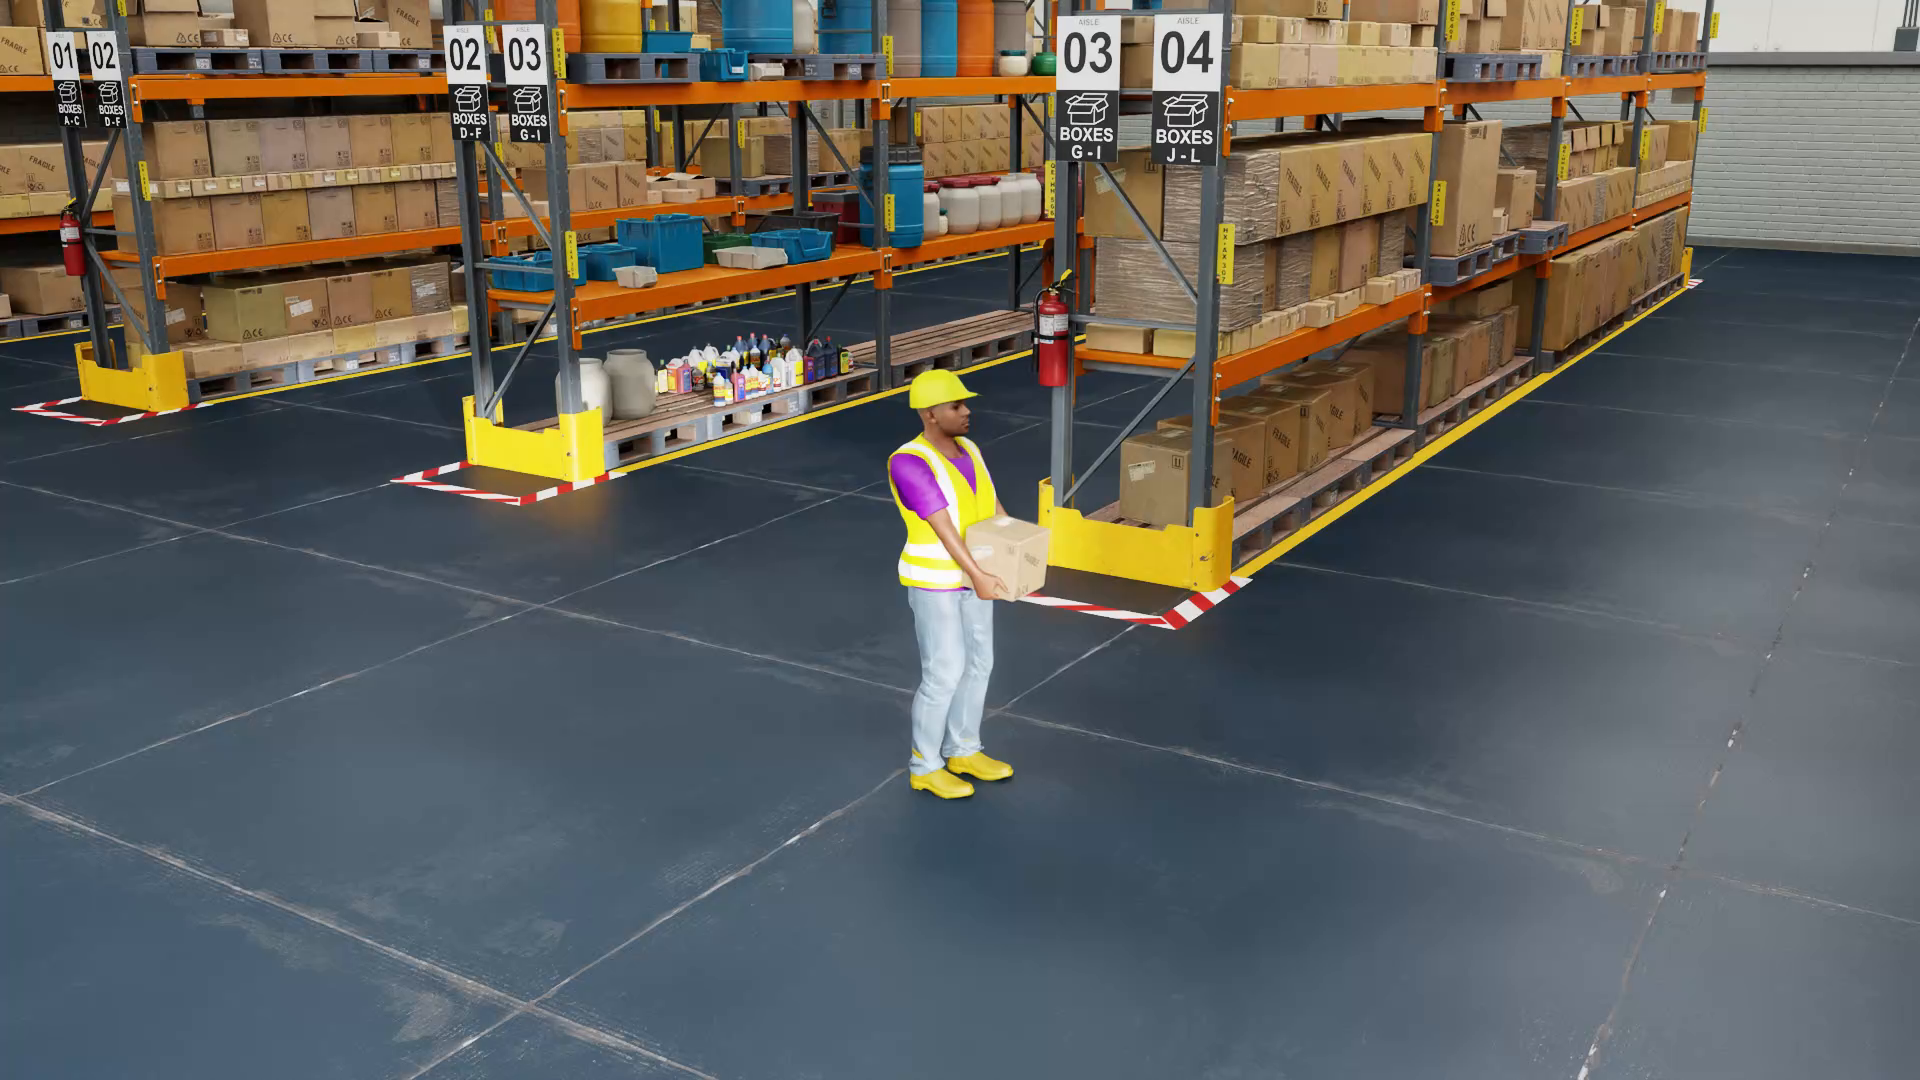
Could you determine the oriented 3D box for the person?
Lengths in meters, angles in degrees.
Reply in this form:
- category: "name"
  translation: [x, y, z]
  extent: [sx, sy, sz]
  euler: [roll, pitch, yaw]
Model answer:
- category: "person"
  translation: [0.037, 0.183, 6.863]
  extent: [0.577, 1.760, 0.503]
  euler: [10, 19, 31]
